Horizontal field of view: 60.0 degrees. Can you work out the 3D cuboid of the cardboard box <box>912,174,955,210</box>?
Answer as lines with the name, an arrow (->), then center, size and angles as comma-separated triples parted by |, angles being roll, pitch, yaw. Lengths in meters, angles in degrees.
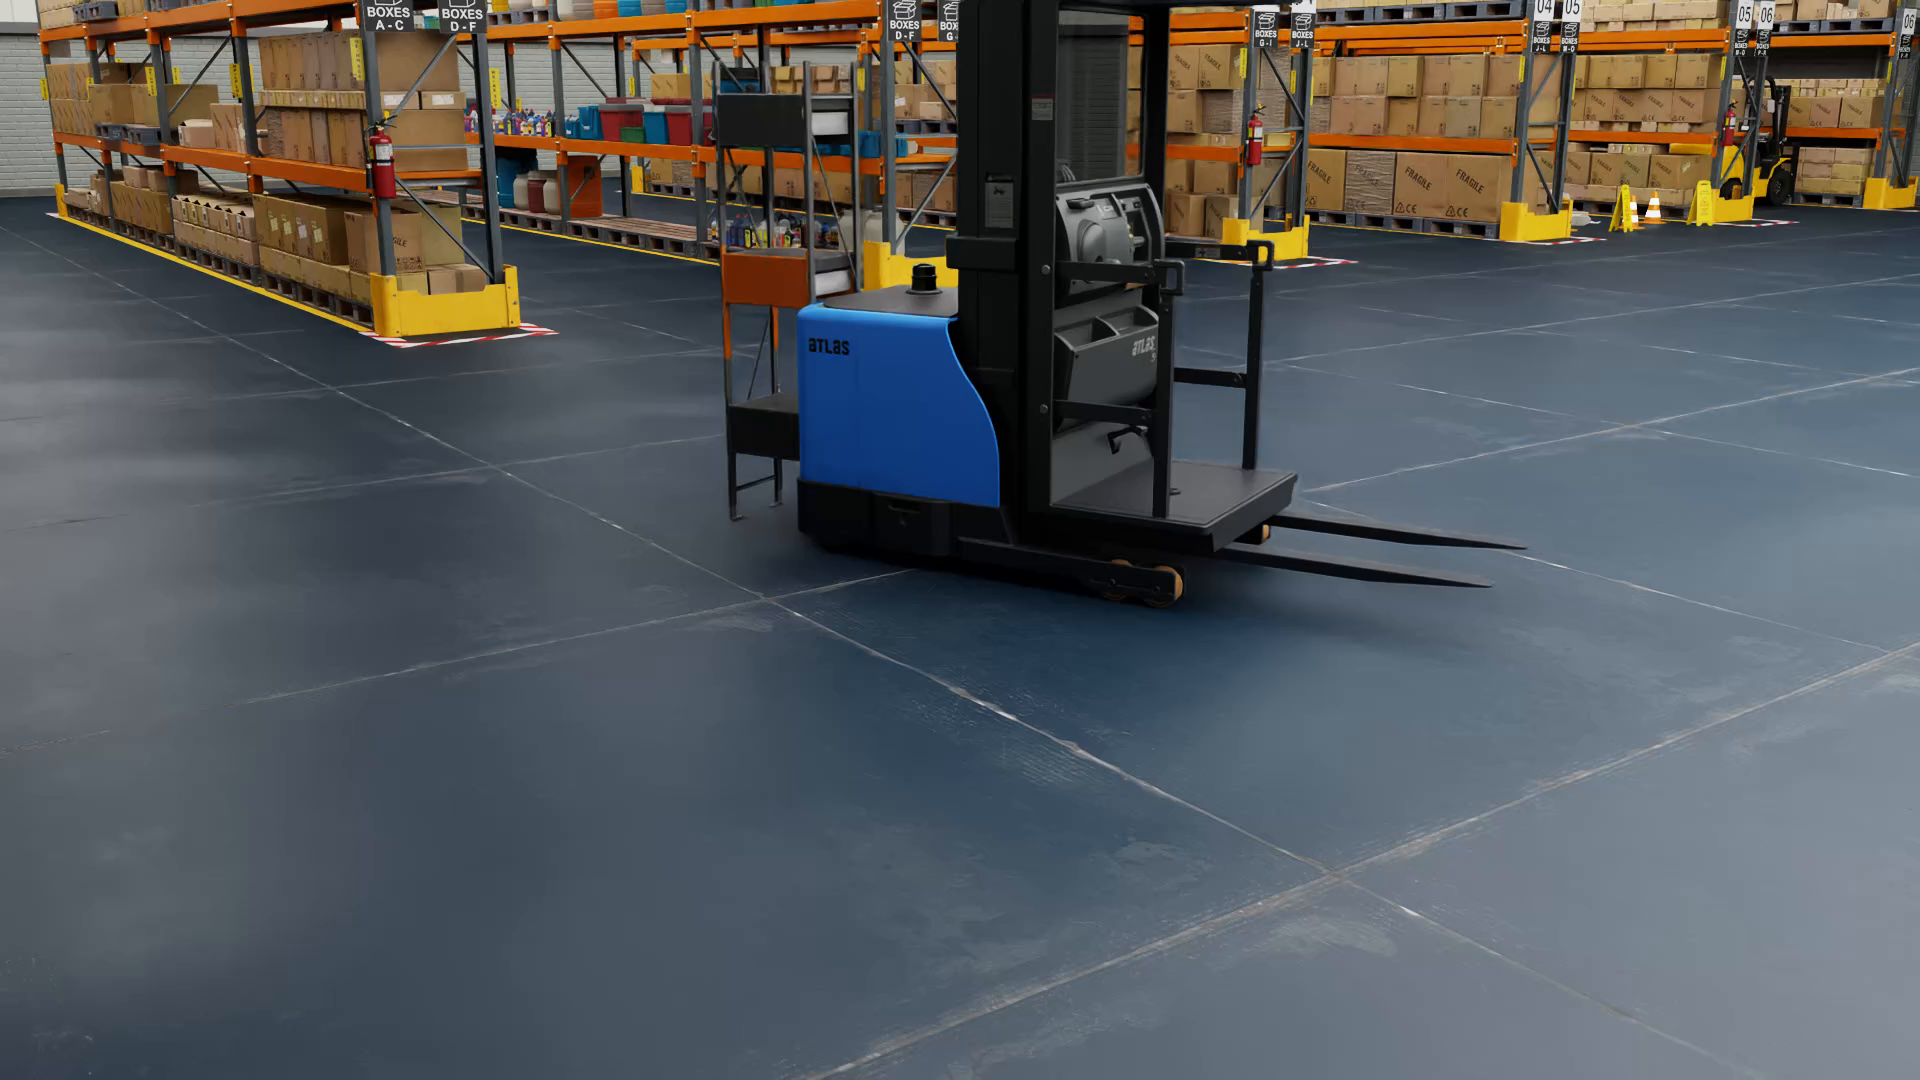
cardboard box -> -0.286, -5.231, 24.908 | 0.700, 0.500, 0.500 | -13, 20, -39

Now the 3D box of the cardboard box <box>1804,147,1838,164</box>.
cardboard box -> 14.872, -6.599, 28.523 | 0.500, 0.250, 0.500 | -10, 18, -34

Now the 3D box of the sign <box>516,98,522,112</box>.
sign -> -6.945, -6.785, 26.159 | 0.100, 0.325, 0.005 | -11, 19, -35

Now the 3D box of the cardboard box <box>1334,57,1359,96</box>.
cardboard box -> 5.997, -6.785, 24.354 | 0.875, 0.550, 0.550 | -11, 19, -35

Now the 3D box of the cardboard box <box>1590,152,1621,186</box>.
cardboard box -> 10.404, -5.899, 26.440 | 0.500, 0.500, 0.500 | -11, 19, -36

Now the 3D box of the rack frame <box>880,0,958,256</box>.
rack frame -> -0.335, -4.004, 16.523 | 1.000, 3.000, 0.127 | -11, 19, -35

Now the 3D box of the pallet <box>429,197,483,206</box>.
pallet -> -7.855, -5.372, 26.805 | 1.003, 0.211, 1.213 | -11, 19, -35

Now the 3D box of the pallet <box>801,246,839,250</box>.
pallet -> -1.605, -3.102, 18.511 | 1.003, 0.211, 1.213 | -11, 19, -35

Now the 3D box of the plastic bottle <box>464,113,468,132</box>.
plastic bottle -> -7.520, -6.365, 25.372 | 0.061, 0.283, 0.133 | -11, 19, -35

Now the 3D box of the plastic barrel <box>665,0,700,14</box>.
plastic barrel -> -3.162, -6.621, 19.455 | 0.600, 0.901, 0.708 | -11, 19, -35

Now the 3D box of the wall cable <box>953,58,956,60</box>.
wall cable -> 0.086, -11.641, 42.500 | 0.588, 1.984, 0.122 | -11, 19, -35

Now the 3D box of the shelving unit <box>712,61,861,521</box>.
shelving unit -> -0.778, -1.116, 7.675 | 0.503, 2.100, 0.431 | 9, 18, 29

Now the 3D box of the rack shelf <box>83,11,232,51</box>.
rack shelf -> -10.224, -6.471, 21.217 | 1.077, 0.370, 4.000 | -11, 19, -35

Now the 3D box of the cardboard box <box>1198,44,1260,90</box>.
cardboard box -> 3.148, -5.526, 19.436 | 0.500, 0.500, 0.500 | -11, 19, -35

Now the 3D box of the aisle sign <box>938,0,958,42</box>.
aisle sign -> -0.056, -5.288, 16.290 | 0.394, 0.787, 0.004 | -11, 19, -35

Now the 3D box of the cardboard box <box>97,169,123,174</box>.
cardboard box -> -13.233, -5.581, 26.187 | 0.500, 0.500, 0.500 | -11, 19, -35

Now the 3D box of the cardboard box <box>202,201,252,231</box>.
cardboard box -> -8.061, -3.604, 18.411 | 0.500, 0.311, 0.500 | -11, 19, -35

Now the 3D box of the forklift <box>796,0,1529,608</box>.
forklift -> 0.806, -1.305, 6.790 | 3.031, 2.935, 1.130 | 9, 18, 29

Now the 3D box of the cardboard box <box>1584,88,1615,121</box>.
cardboard box -> 10.280, -6.902, 26.358 | 0.500, 0.500, 0.500 | -11, 19, -34

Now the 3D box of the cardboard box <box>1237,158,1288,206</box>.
cardboard box -> 4.953, -5.611, 25.861 | 1.050, 0.750, 0.750 | -11, 19, -35

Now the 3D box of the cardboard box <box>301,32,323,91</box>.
cardboard box -> -5.545, -4.349, 15.136 | 0.700, 0.500, 0.500 | -11, 19, -34

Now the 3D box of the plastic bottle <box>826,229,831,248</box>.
plastic bottle -> -1.468, -3.418, 18.848 | 0.097, 0.201, 0.097 | 0, 15, 0

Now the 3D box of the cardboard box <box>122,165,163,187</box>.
cardboard box -> -10.725, -4.812, 21.956 | 0.500, 0.250, 0.500 | -11, 19, -34

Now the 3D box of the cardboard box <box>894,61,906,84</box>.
cardboard box -> -1.026, -9.253, 33.055 | 0.500, 0.500, 0.500 | -11, 19, -36

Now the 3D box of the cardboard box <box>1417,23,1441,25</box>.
cardboard box -> 8.282, -9.062, 28.810 | 0.500, 0.250, 0.500 | -11, 19, -34

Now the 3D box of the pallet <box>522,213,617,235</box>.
pallet -> -5.536, -4.529, 23.724 | 1.003, 0.211, 1.213 | -11, 19, -35

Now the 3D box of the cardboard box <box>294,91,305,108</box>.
cardboard box -> -5.934, -4.089, 15.416 | 0.380, 0.149, 0.250 | -12, 19, -36

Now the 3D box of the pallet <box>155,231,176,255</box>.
pallet -> -9.456, -3.764, 20.930 | 1.003, 0.211, 1.213 | -11, 19, -35

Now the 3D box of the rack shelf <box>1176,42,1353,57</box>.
rack shelf -> 5.807, -9.546, 32.453 | 1.077, 0.370, 4.000 | -11, 19, -35

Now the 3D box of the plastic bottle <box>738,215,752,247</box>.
plastic bottle -> -2.437, -3.515, 18.923 | 0.144, 0.351, 0.185 | -12, 19, -37

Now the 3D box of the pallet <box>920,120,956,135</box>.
pallet -> 0.164, -5.972, 24.077 | 1.003, 0.211, 1.213 | -11, 19, -35

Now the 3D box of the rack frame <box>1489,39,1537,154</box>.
rack frame -> 9.335, -7.165, 28.072 | 1.000, 3.000, 0.127 | -11, 19, -35

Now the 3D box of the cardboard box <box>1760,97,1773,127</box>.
cardboard box -> 14.295, -7.522, 29.187 | 0.500, 0.500, 0.500 | -11, 19, -34

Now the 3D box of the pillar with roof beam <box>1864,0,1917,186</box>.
pillar with roof beam -> 12.537, -9.596, 25.591 | 9.100, 9.000, 0.400 | -11, 19, -35

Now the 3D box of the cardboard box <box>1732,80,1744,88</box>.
cardboard box -> 13.922, -8.110, 29.542 | 0.380, 0.149, 0.250 | -11, 19, -35

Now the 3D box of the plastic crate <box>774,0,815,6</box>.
plastic crate -> -1.700, -5.803, 17.446 | 0.392, 0.384, 0.575 | -11, 19, -35

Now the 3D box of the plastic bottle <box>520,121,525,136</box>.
plastic bottle -> -6.211, -5.859, 23.676 | 0.097, 0.201, 0.097 | 0, 15, 0

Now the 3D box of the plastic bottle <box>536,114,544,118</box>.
plastic bottle -> -6.307, -6.258, 24.994 | 0.152, 0.276, 0.135 | -11, 19, -35

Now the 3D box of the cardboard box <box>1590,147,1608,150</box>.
cardboard box -> 12.582, -7.270, 32.159 | 0.875, 0.625, 0.625 | -11, 19, -35

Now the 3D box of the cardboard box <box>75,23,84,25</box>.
cardboard box -> -11.901, -7.235, 22.931 | 0.500, 0.250, 0.500 | -11, 19, -35

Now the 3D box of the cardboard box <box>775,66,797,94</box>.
cardboard box -> -2.608, -7.584, 27.513 | 0.797, 0.503, 0.637 | -11, 19, -34

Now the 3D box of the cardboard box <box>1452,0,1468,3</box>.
cardboard box -> 6.826, -7.278, 22.296 | 0.380, 0.149, 0.250 | -11, 19, -34

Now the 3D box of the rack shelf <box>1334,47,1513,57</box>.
rack shelf -> 9.820, -10.317, 35.270 | 1.077, 0.370, 4.000 | -11, 19, -35

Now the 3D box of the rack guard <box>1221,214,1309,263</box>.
rack guard -> 3.626, -3.583, 19.721 | 1.175, 0.500, 0.348 | -11, 19, -35

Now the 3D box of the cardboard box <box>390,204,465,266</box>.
cardboard box -> -4.775, -2.729, 14.859 | 0.500, 0.500, 0.500 | -11, 19, -35

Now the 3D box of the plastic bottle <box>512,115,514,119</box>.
plastic bottle -> -6.432, -5.997, 24.028 | 0.061, 0.283, 0.133 | -11, 19, -35

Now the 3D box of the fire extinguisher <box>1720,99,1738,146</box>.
fire extinguisher -> 11.382, -6.178, 24.611 | 0.296, 0.674, 0.183 | -11, 19, -35

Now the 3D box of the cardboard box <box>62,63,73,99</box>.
cardboard box -> -12.801, -6.721, 24.366 | 0.500, 0.500, 0.500 | -11, 19, -35

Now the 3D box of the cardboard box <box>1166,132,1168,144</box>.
cardboard box -> 2.588, -4.945, 20.436 | 0.380, 0.149, 0.250 | -11, 19, -35

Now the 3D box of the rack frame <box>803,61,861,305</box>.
rack frame -> -0.566, -1.084, 7.558 | 0.015, 2.100, 0.400 | 9, 18, 29

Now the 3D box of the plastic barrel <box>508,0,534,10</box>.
plastic barrel -> -6.203, -7.782, 23.593 | 0.433, 0.535, 0.433 | 0, 15, 0

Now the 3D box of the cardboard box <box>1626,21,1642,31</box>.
cardboard box -> 10.521, -7.947, 25.724 | 0.380, 0.149, 0.250 | -11, 19, -36

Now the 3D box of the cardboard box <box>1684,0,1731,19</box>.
cardboard box -> 11.168, -7.896, 24.783 | 0.500, 0.250, 0.500 | -11, 19, -35

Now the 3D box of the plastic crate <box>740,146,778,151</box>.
plastic crate -> -2.117, -4.422, 18.452 | 0.450, 0.188, 0.662 | -11, 19, -35

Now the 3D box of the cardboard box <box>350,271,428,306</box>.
cardboard box -> -4.898, -2.181, 14.275 | 0.500, 0.250, 0.500 | -11, 19, -35
